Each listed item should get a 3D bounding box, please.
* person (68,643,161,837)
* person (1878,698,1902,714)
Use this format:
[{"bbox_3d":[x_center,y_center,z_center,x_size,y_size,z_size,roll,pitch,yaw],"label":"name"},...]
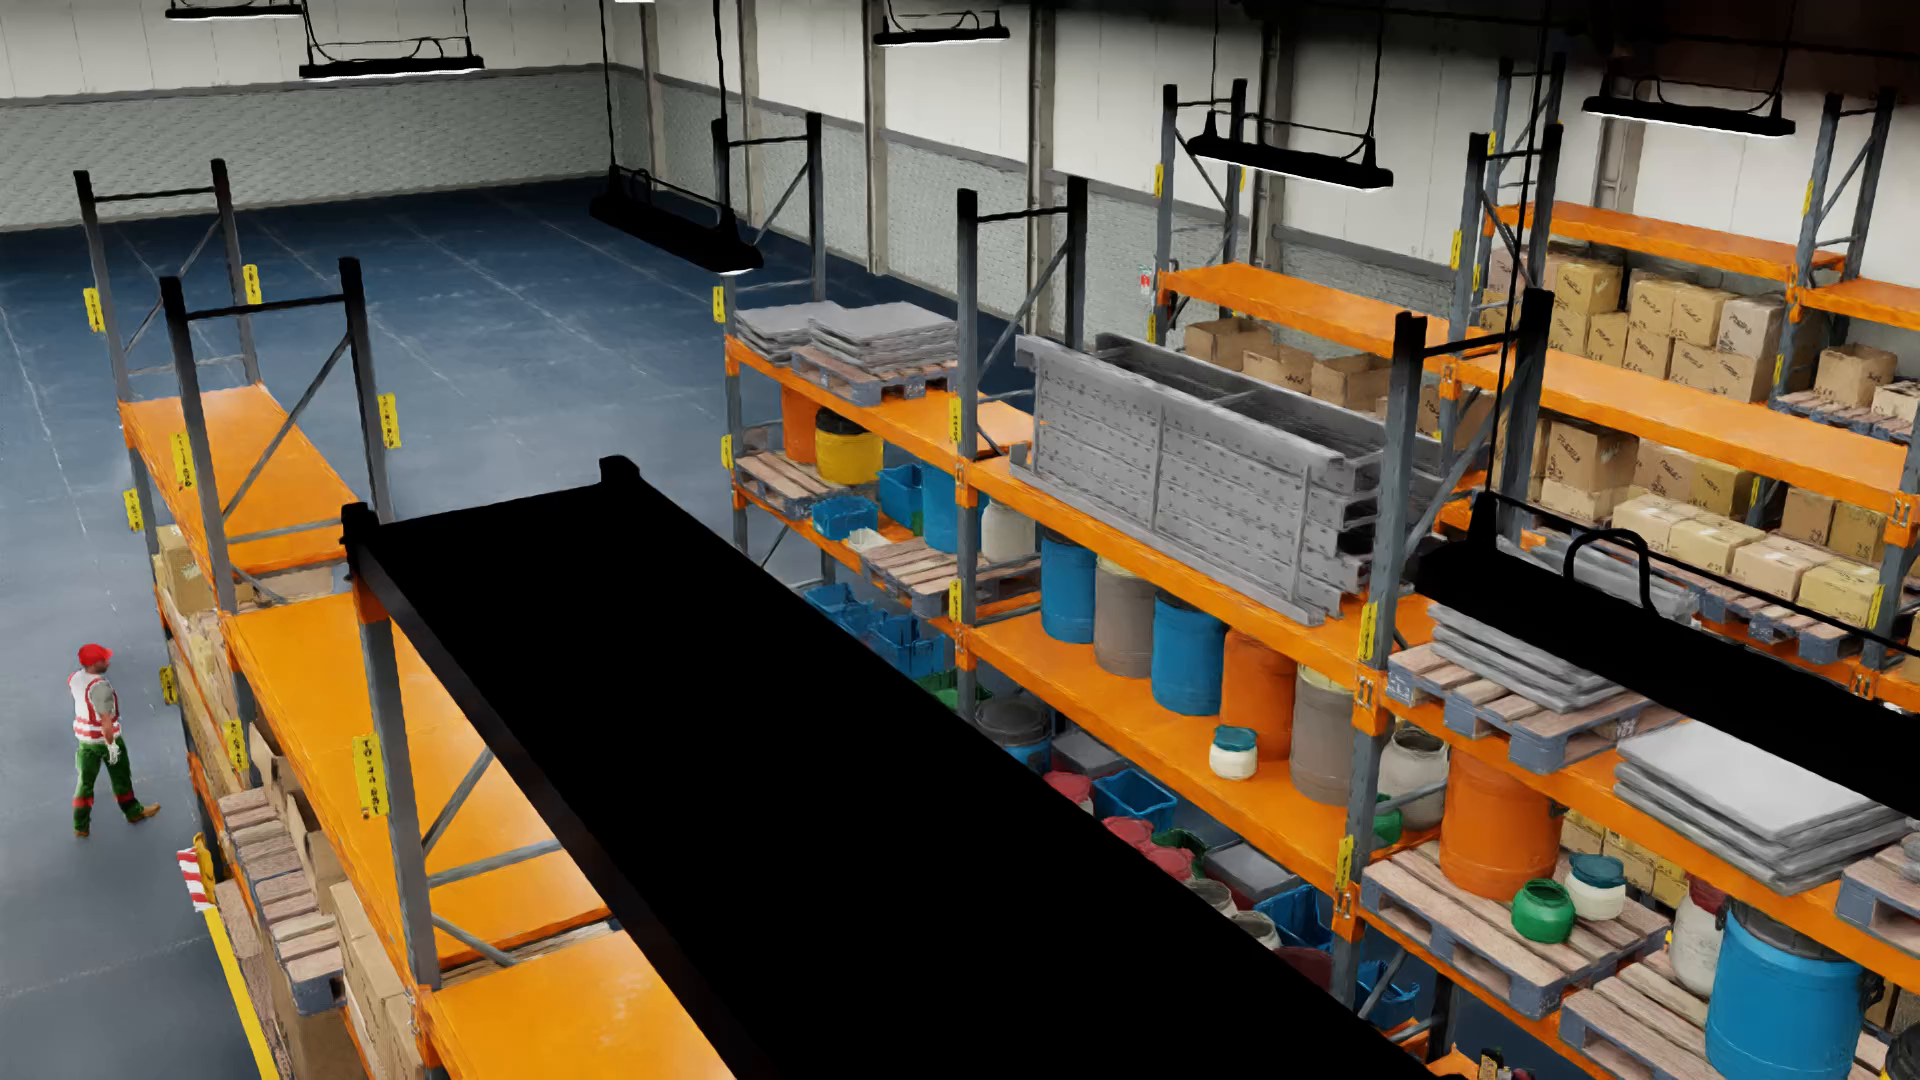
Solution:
[{"bbox_3d":[-7.596,1.744,14.676,0.555,1.785,0.714,11,25,26],"label":"person"},{"bbox_3d":[7.736,1.936,14.243,0.566,1.706,1.122,-12,25,-28],"label":"person"}]
